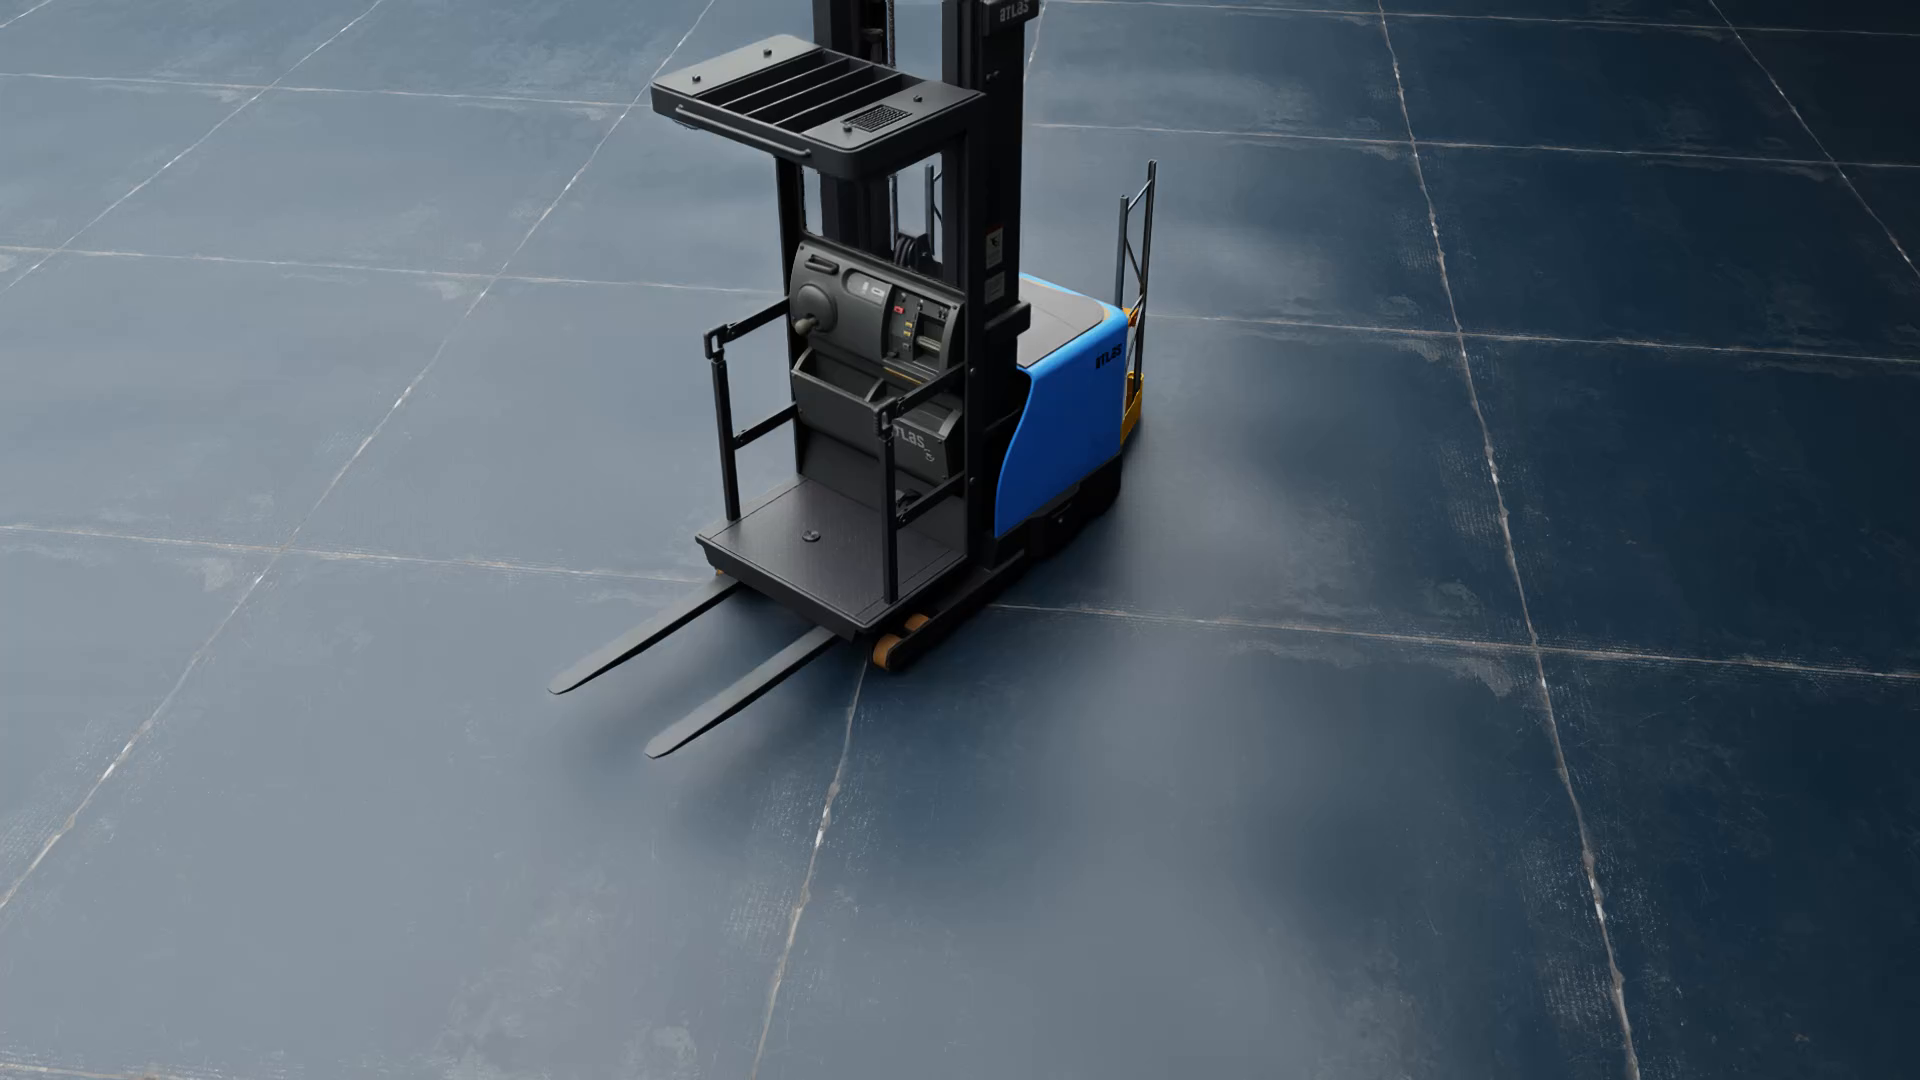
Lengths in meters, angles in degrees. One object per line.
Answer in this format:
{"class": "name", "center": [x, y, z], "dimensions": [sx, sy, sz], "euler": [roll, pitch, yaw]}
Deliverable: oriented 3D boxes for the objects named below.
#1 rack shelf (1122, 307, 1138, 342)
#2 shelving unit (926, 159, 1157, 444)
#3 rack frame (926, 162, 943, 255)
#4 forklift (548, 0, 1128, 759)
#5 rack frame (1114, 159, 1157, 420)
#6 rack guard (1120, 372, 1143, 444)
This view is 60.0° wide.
{"class": "rack shelf", "center": [0.407, -1.128, 8.850], "dimensions": [1.000, 0.185, 0.538], "euler": [13, 38, 18]}
{"class": "shelving unit", "center": [0.399, -1.277, 8.748], "dimensions": [1.083, 1.500, 0.587], "euler": [13, 38, 18]}
{"class": "rack frame", "center": [-0.063, -1.387, 8.903], "dimensions": [0.032, 1.500, 0.500], "euler": [13, 38, 18]}
{"class": "forklift", "center": [-0.510, -0.937, 7.040], "dimensions": [1.130, 2.935, 3.031], "euler": [26, 43, 31]}
{"class": "rack frame", "center": [0.877, -1.162, 8.588], "dimensions": [0.032, 1.500, 0.500], "euler": [13, 38, 18]}
{"class": "rack guard", "center": [0.859, -0.658, 8.957], "dimensions": [0.087, 0.250, 0.587], "euler": [13, 38, 18]}
